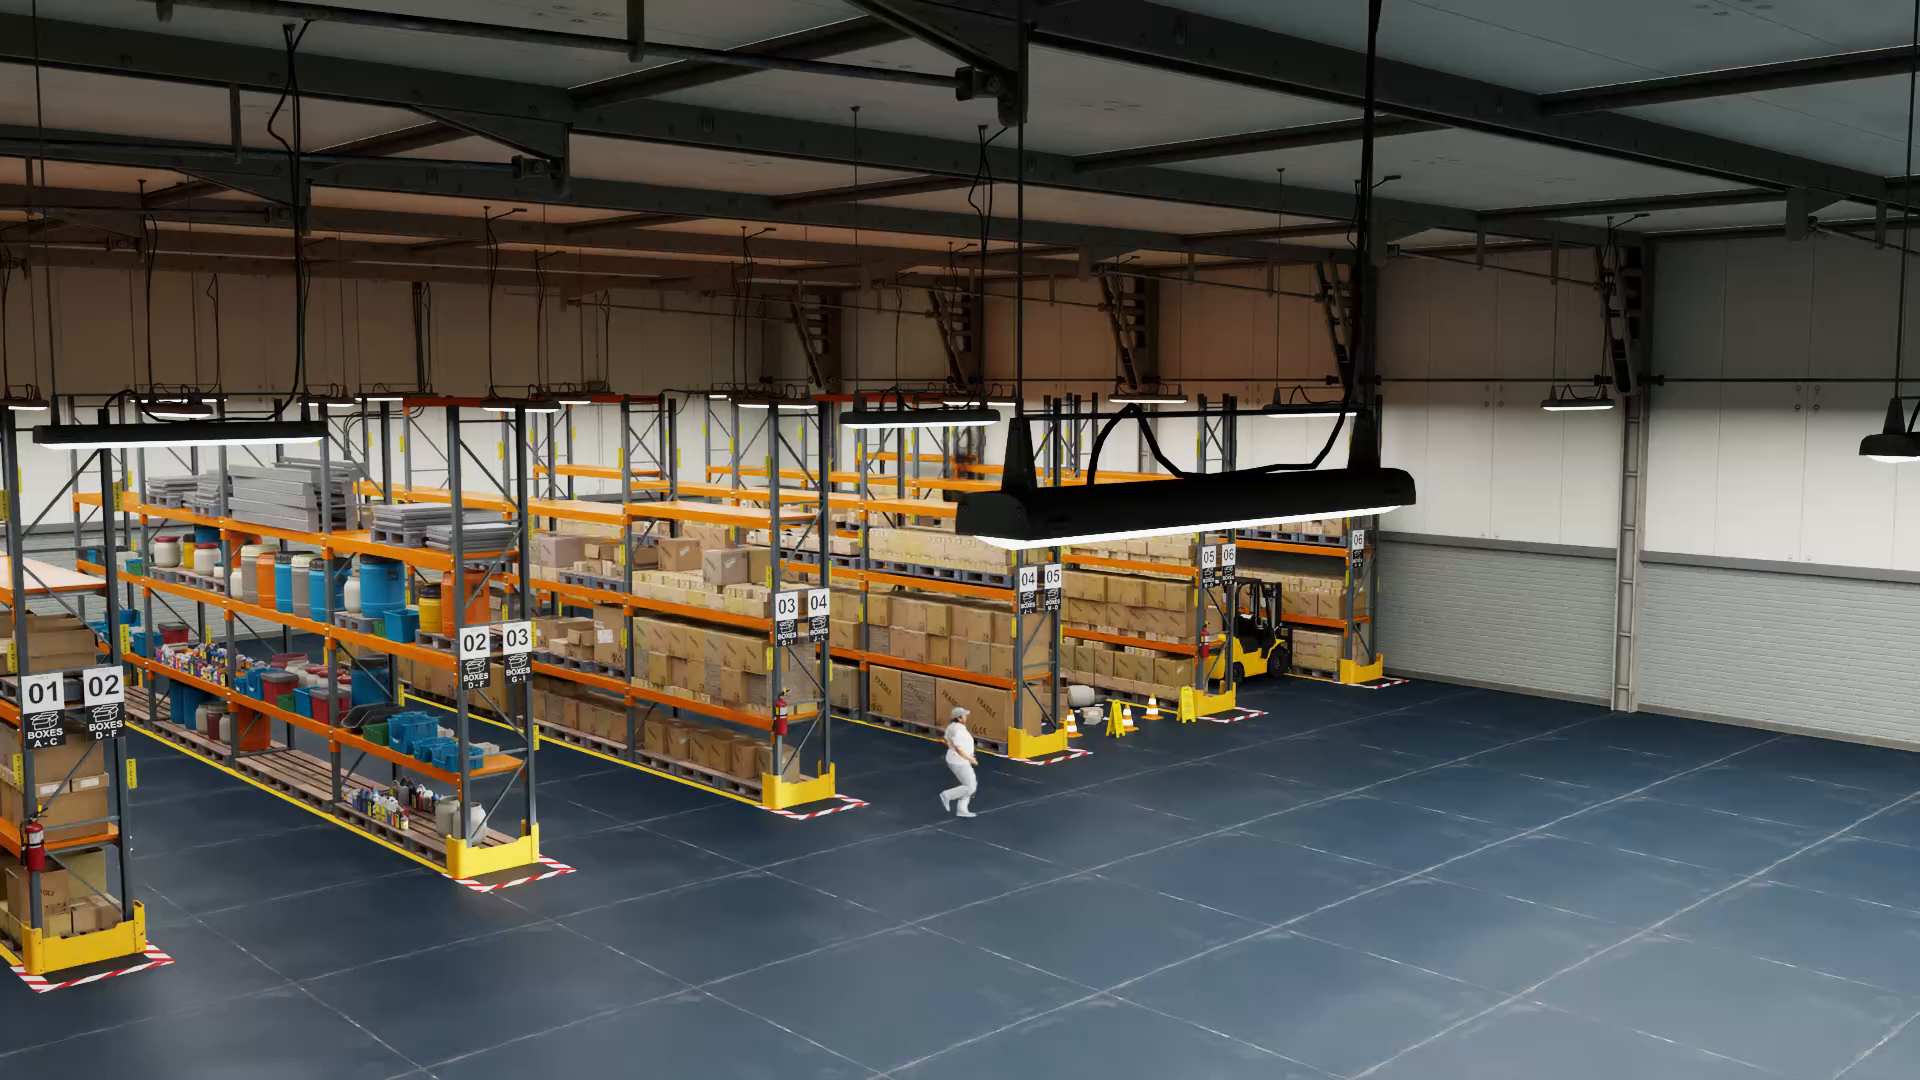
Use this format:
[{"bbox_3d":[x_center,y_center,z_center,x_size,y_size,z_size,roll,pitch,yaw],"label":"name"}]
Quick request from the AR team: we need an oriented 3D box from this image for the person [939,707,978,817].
[{"bbox_3d":[-0.049,3.216,23.980,0.596,1.628,0.607,-2,6,-18],"label":"person"}]
